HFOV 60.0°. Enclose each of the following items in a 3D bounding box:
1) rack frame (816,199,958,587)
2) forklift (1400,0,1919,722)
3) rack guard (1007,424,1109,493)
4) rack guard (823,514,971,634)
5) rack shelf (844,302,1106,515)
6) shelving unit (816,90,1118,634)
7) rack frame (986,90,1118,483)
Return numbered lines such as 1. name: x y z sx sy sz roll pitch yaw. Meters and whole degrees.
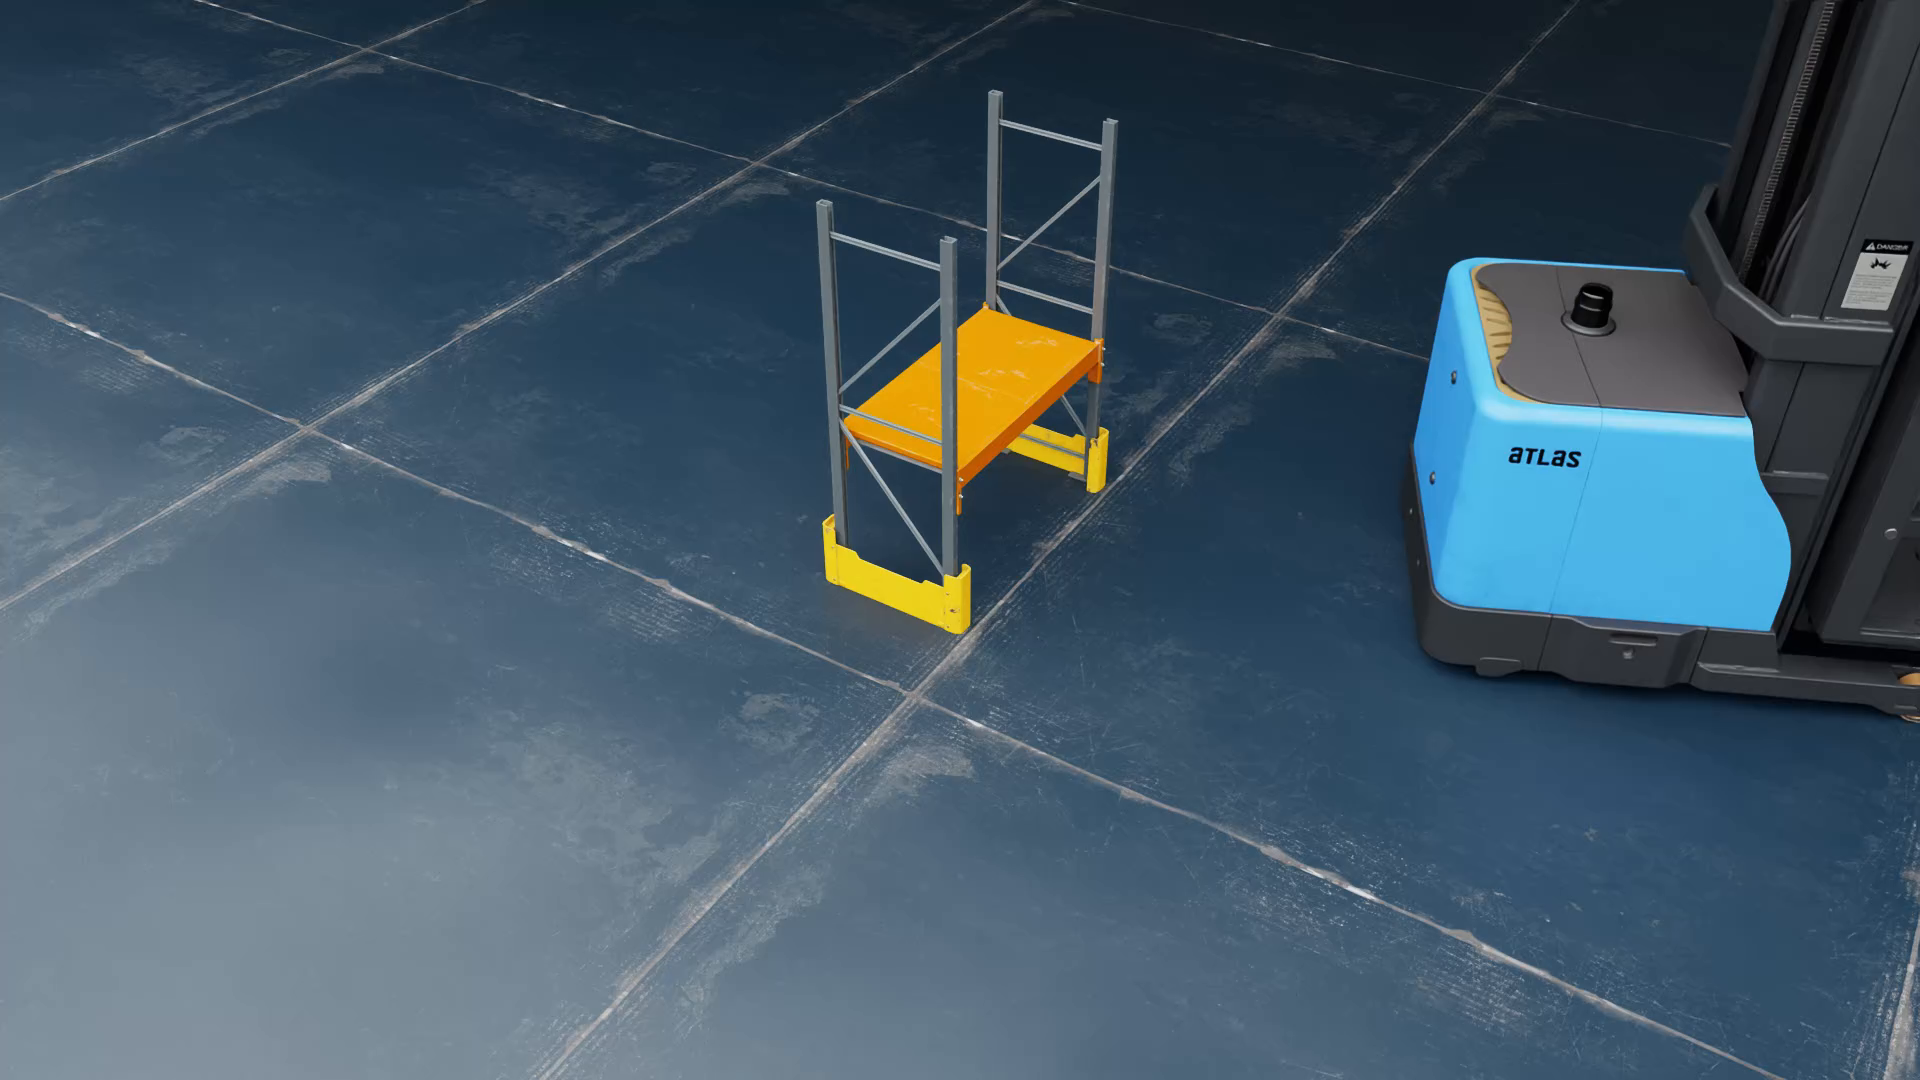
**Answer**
1. rack frame: -0.227 -0.376 5.509 0.500 1.500 0.032 21 42 25
2. forklift: 3.125 -0.893 5.008 3.031 2.935 1.130 5 38 6
3. rack guard: 0.308 -0.395 6.558 0.587 0.250 0.087 21 42 25
4. rack guard: -0.226 0.118 5.892 0.587 0.250 0.087 21 42 25
5. rack shelf: 0.046 -0.496 5.959 0.538 0.185 1.000 21 42 25
6. shelving unit: 0.041 -0.633 5.843 0.587 1.500 1.083 21 42 25
7. rack frame: 0.318 -0.900 6.189 0.500 1.500 0.032 21 42 25
